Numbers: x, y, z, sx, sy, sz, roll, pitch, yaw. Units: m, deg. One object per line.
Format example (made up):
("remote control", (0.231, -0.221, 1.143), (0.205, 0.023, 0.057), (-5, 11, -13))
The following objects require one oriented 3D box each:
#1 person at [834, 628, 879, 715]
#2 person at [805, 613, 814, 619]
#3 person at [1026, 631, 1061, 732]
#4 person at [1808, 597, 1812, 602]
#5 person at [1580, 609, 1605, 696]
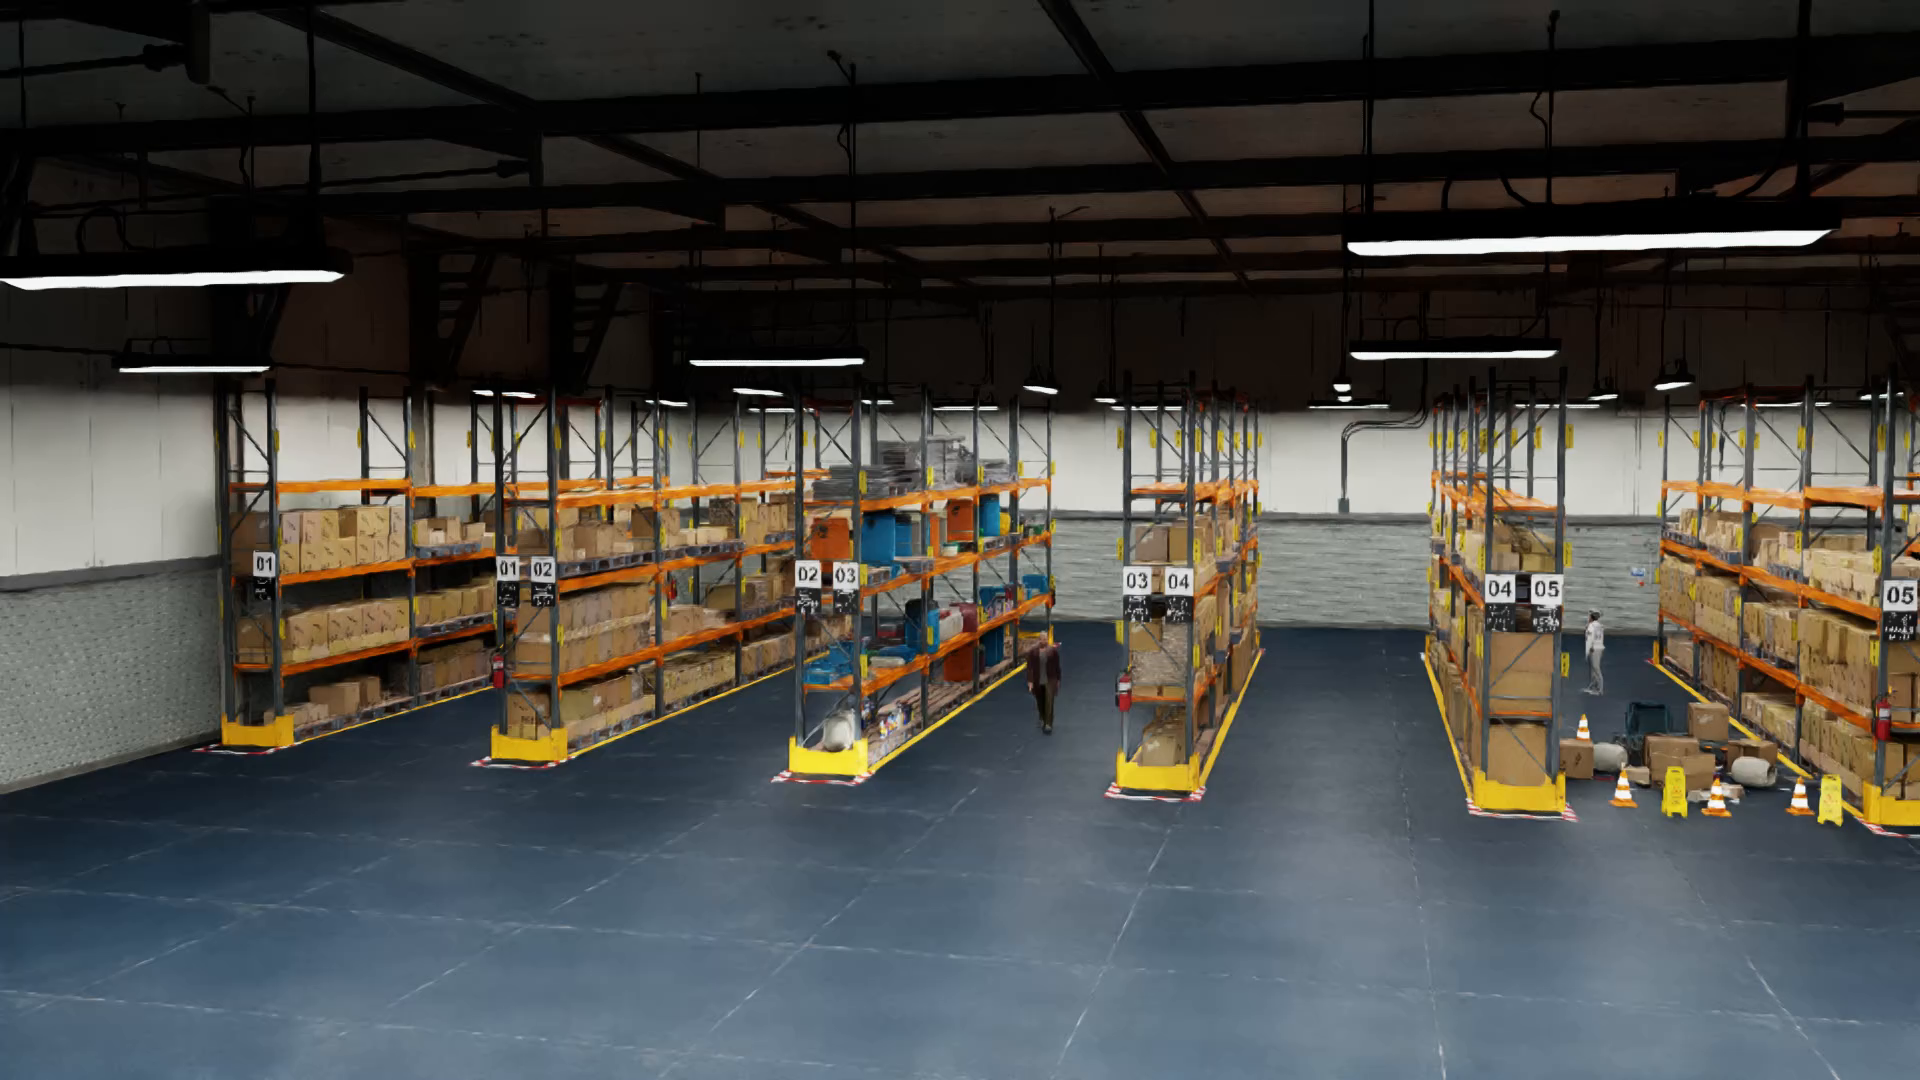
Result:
("person", (-1.861, 2.386, 30.279), (0.503, 1.593, 0.943), (2, 4, 35))
("person", (-4.080, 1.430, 45.362), (0.589, 1.713, 0.532), (-1, 4, -23))
("person", (1.435, 2.409, 28.698), (0.598, 1.693, 1.197), (1, 3, 11))
("person", (18.393, 2.018, 36.181), (0.473, 1.597, 0.600), (1, 4, 12))
("person", (12.436, 2.195, 32.680), (0.526, 1.665, 0.566), (3, 4, 40))
